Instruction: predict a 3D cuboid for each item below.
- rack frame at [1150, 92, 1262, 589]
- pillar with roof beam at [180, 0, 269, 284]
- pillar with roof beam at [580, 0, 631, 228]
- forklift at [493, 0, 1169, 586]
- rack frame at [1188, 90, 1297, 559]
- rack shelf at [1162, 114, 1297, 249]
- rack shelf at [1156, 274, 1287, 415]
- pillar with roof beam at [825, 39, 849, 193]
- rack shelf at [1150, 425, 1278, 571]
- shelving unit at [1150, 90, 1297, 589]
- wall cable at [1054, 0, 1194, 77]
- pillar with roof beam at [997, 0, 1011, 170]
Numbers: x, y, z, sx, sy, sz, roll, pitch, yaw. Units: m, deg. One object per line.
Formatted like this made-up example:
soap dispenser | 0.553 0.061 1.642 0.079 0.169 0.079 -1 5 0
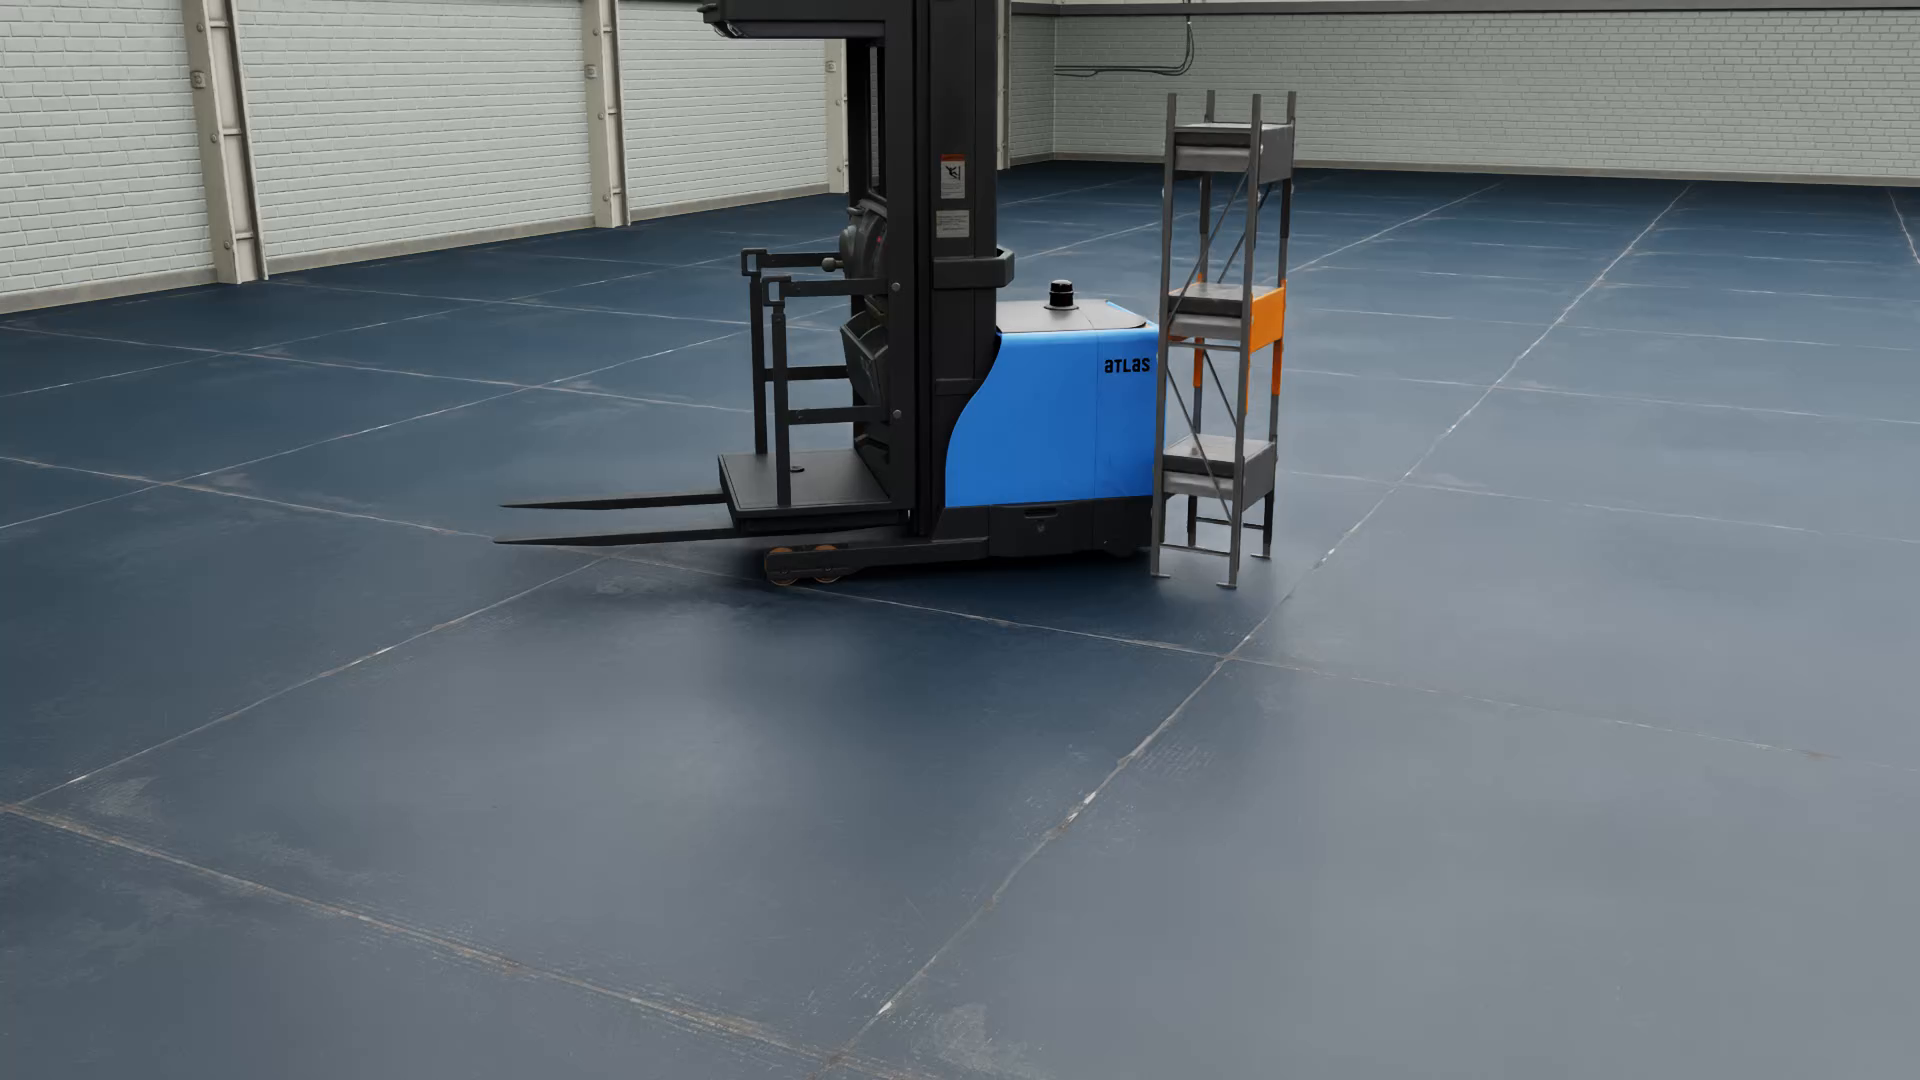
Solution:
rack frame | 1.039 -0.822 7.101 0.400 2.100 0.015 8 19 26
pillar with roof beam | -3.440 -6.402 13.775 9.100 9.000 0.400 8 18 25
pillar with roof beam | -0.759 -7.931 18.920 9.100 9.000 0.400 8 18 25
forklift | -0.615 -1.367 7.479 3.031 2.935 1.130 -4 17 -12
rack frame | 1.264 -0.945 7.516 0.400 2.100 0.015 8 19 26
rack shelf | 1.152 -1.541 7.113 0.431 0.518 0.480 8 19 26
rack shelf | 1.151 -0.870 7.313 0.431 0.518 0.480 8 19 26
pillar with roof beam | 1.922 -9.459 24.066 9.100 9.000 0.400 8 18 25
rack shelf | 1.150 -0.199 7.513 0.431 0.518 0.480 8 19 26
shelving unit | 1.151 -0.883 7.309 0.431 2.100 0.503 8 19 26
wall cable | 3.251 -10.629 33.458 3.097 2.526 0.112 8 18 25
pillar with roof beam | 4.603 -10.987 29.211 9.100 9.000 0.400 8 18 25
